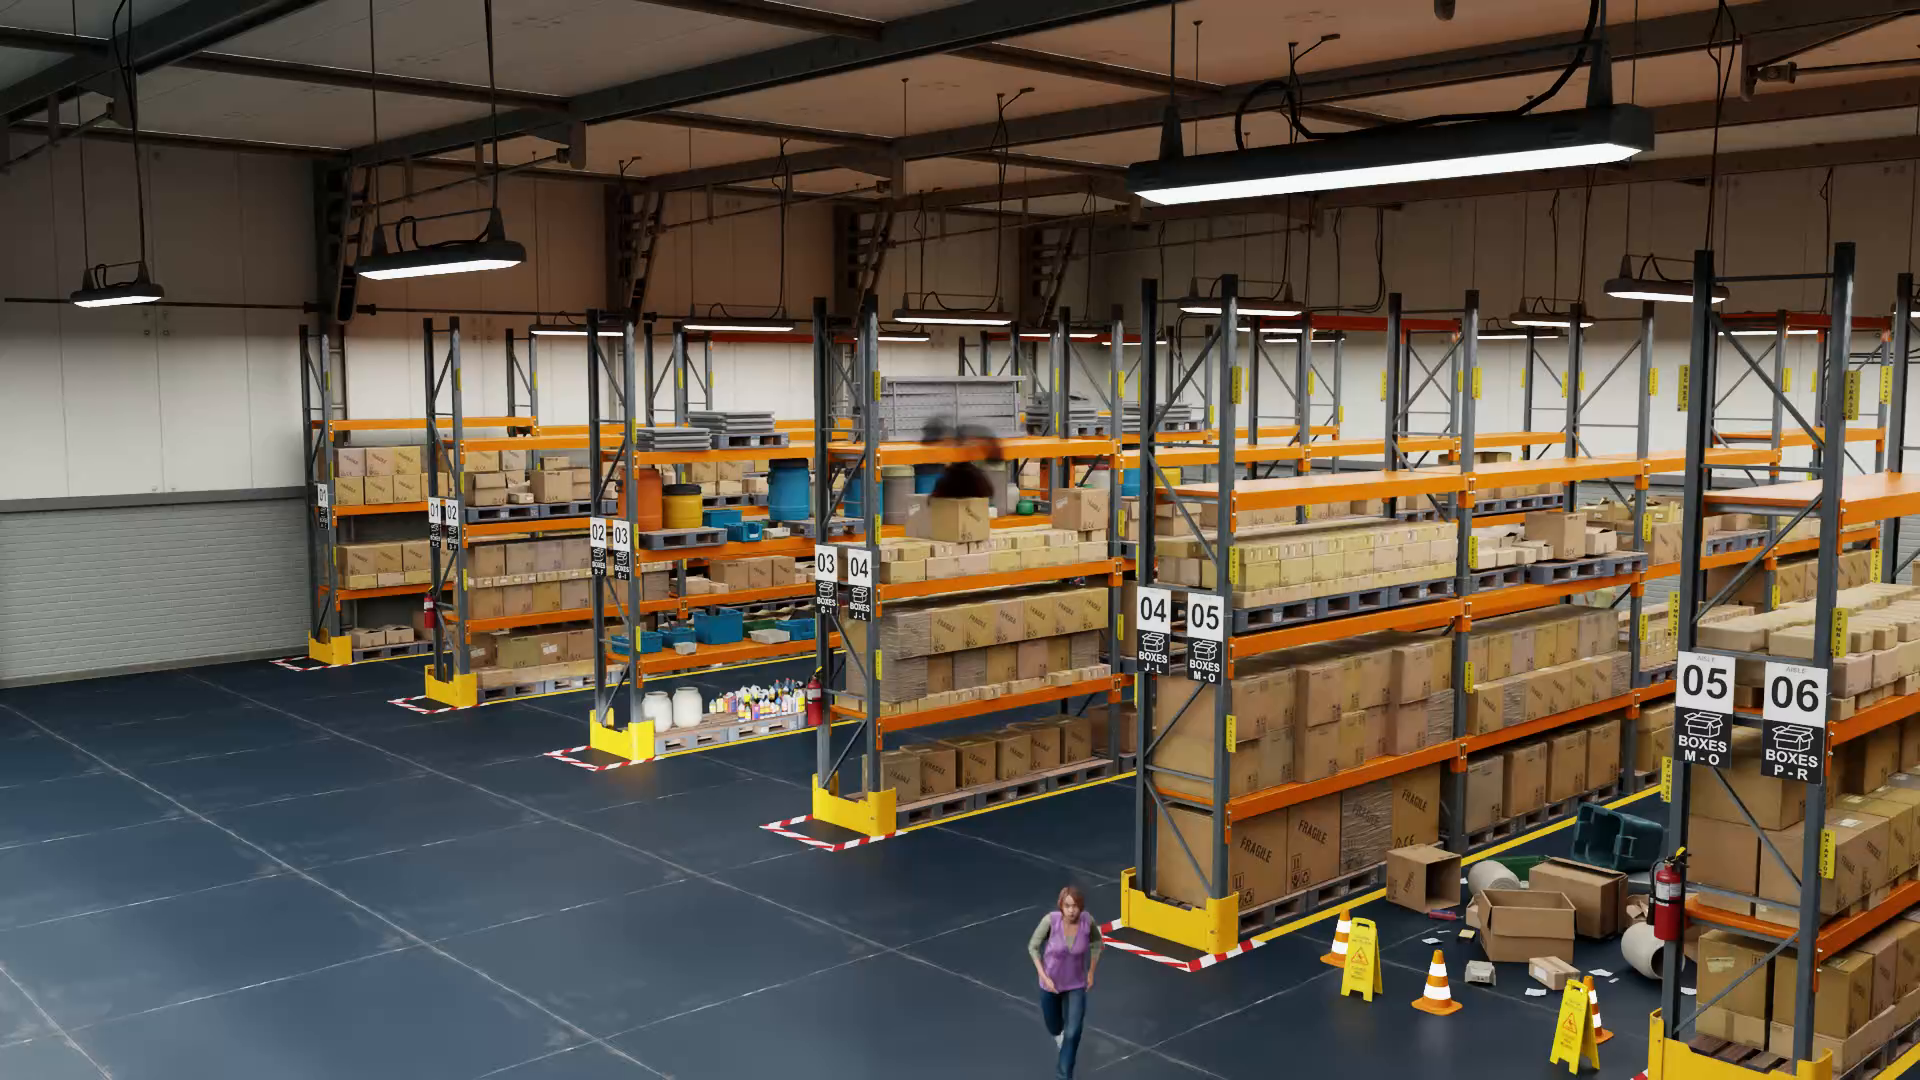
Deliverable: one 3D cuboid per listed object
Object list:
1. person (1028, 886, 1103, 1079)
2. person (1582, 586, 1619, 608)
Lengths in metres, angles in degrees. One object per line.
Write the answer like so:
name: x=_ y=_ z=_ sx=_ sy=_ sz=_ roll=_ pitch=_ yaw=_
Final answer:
person: x=0.752 y=3.199 z=11.947 sx=0.540 sy=1.586 sz=0.940 roll=0 pitch=6 yaw=1
person: x=11.560 y=1.312 z=29.948 sx=0.575 sy=1.676 sz=0.911 roll=-2 pitch=6 yaw=-23
